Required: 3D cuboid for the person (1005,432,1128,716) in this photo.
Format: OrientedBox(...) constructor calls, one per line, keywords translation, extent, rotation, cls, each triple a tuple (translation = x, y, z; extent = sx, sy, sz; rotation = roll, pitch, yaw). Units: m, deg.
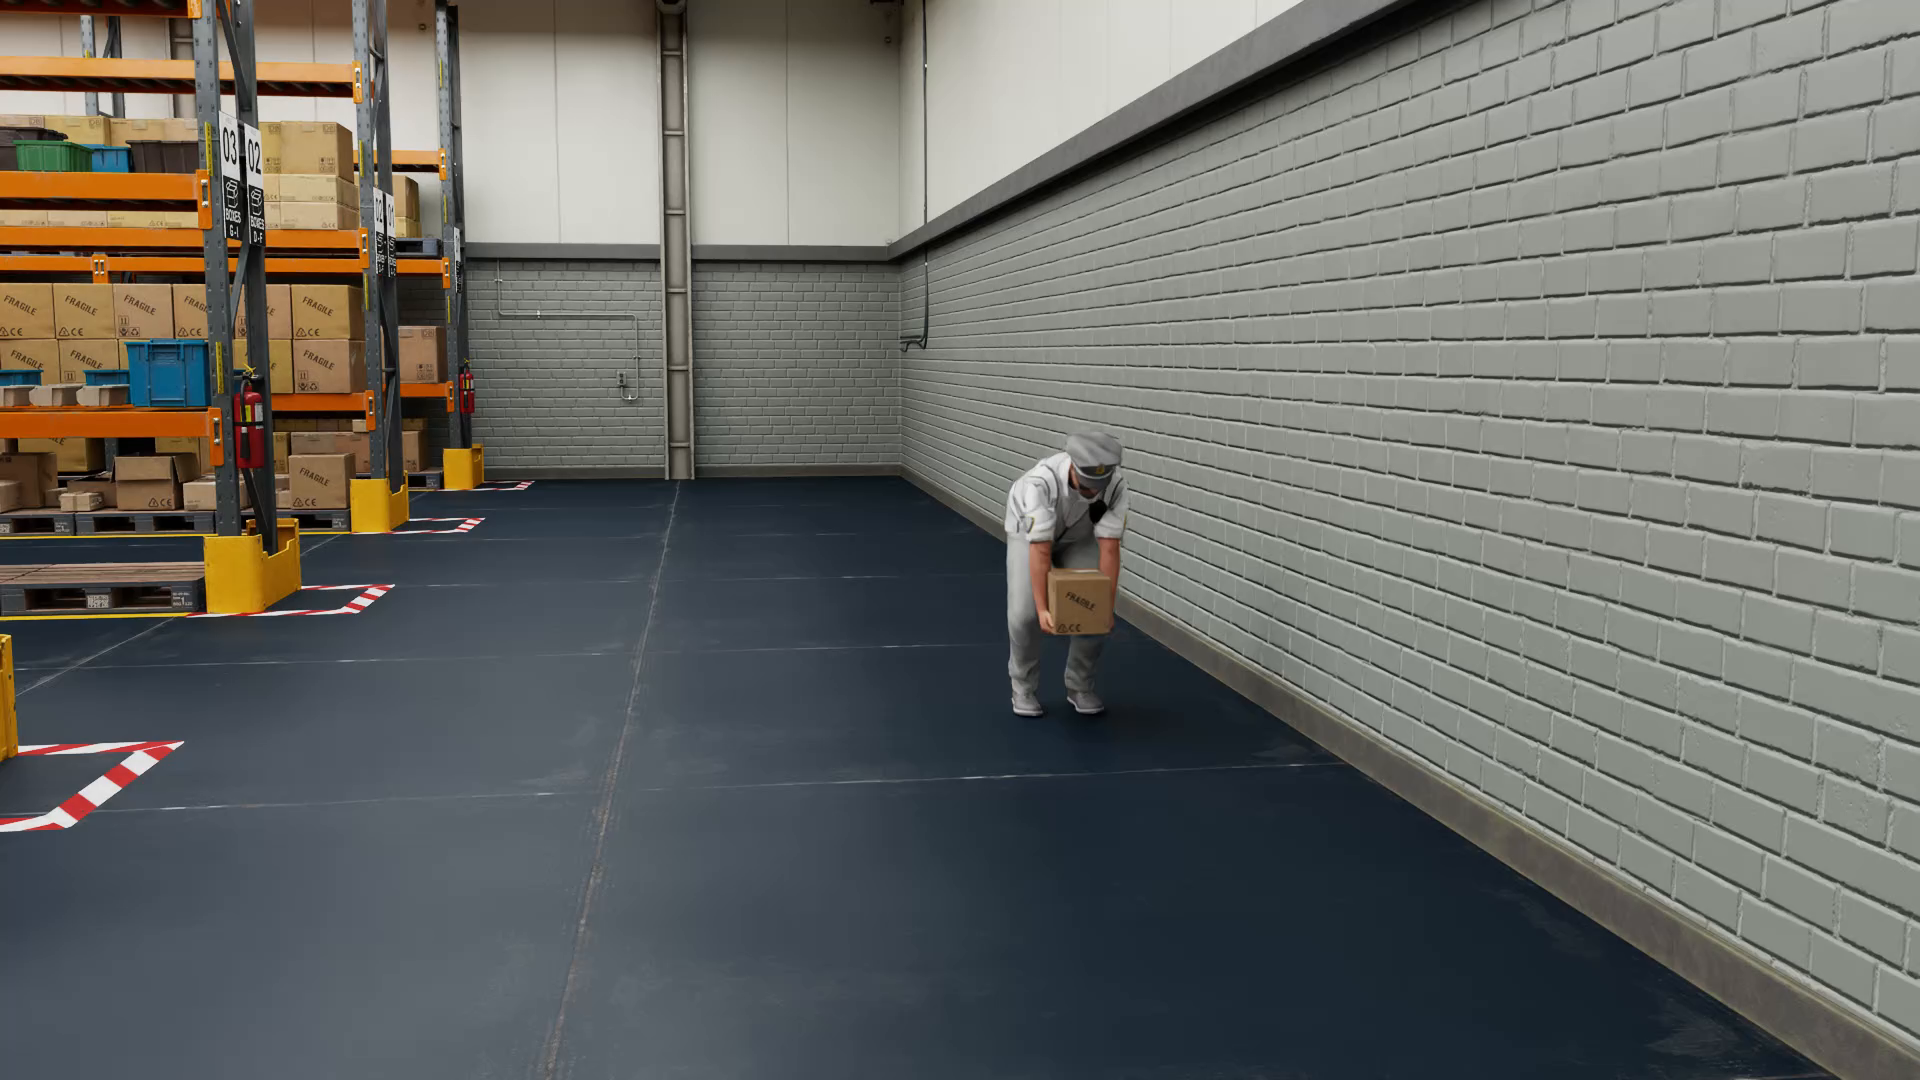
OrientedBox(translation=(0.489, 0.164, 7.585), extent=(0.495, 1.341, 0.987), rotation=(-1, 7, -11), cls="person")
